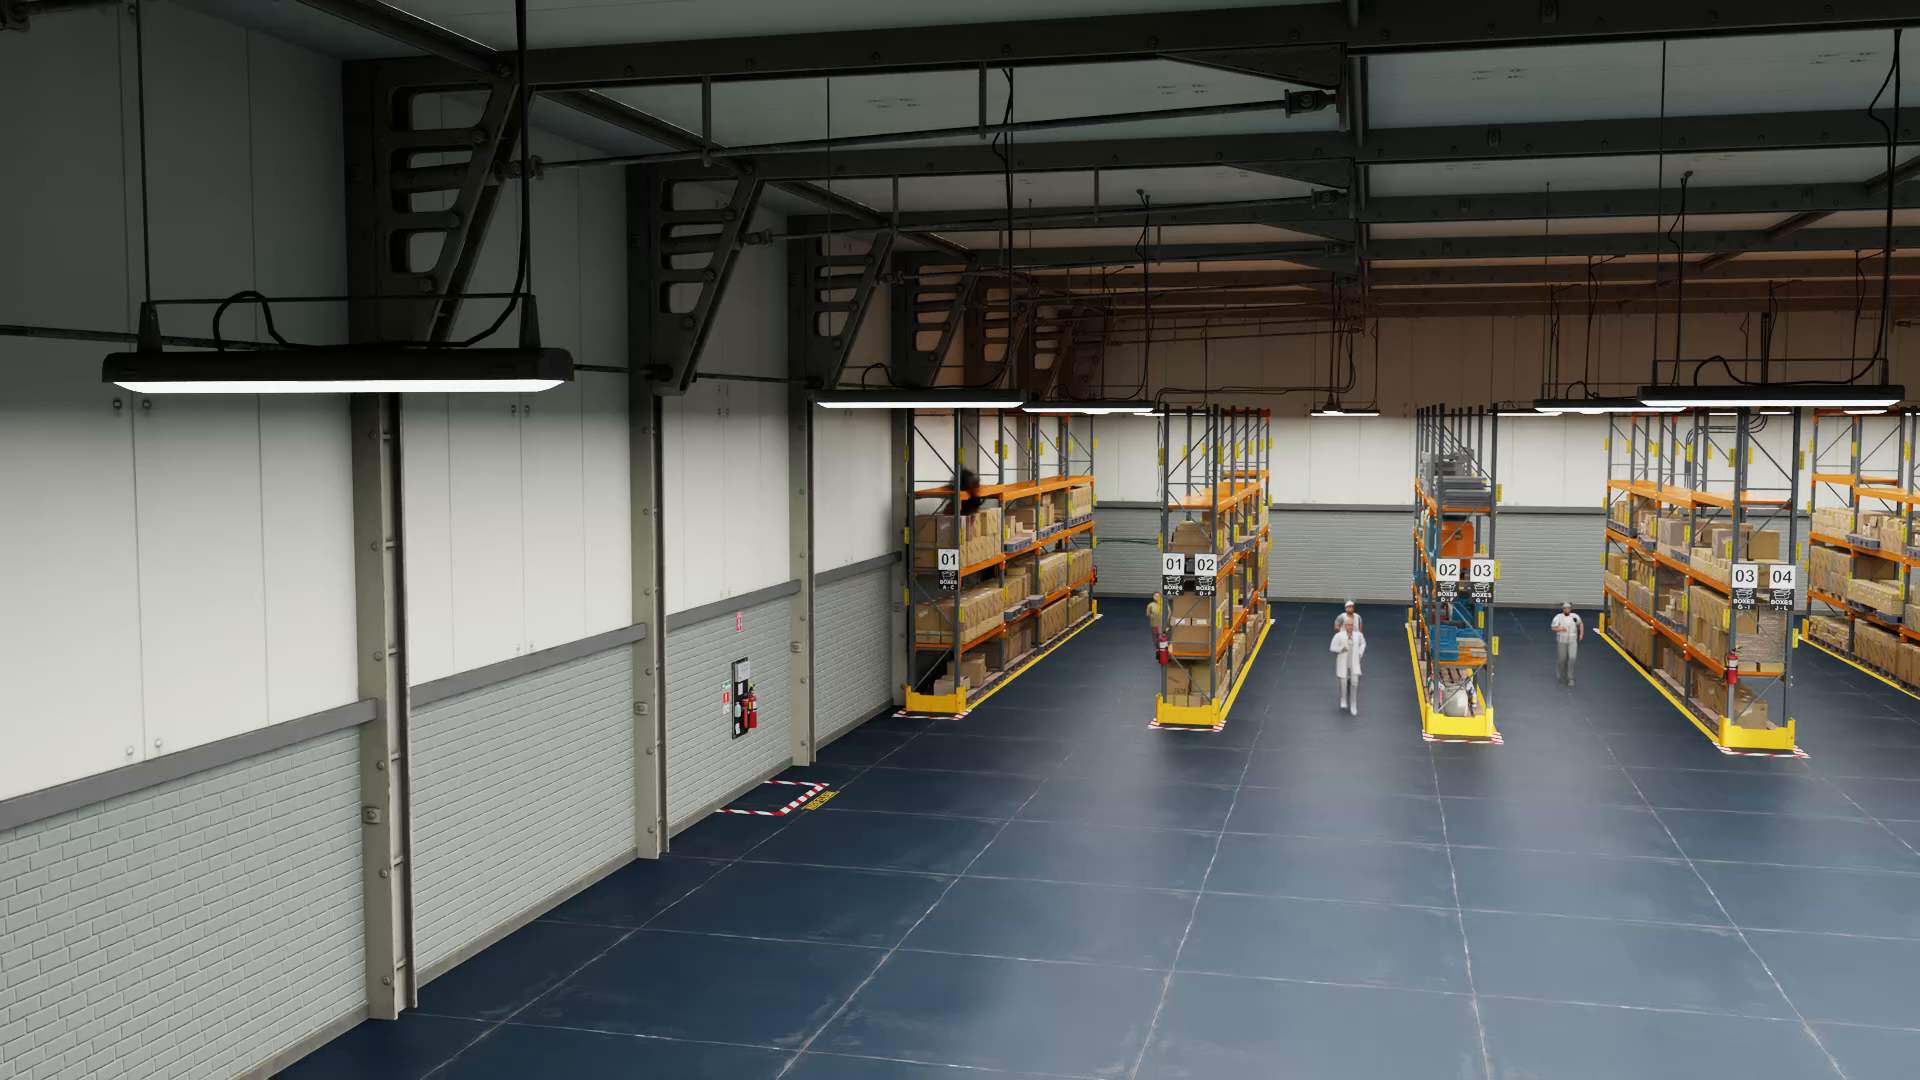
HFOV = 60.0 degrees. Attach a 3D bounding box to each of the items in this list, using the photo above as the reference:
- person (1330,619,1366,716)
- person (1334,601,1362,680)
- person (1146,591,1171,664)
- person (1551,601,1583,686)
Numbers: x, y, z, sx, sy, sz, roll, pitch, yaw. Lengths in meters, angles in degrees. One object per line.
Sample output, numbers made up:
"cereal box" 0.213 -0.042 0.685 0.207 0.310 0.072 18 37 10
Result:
"person" 7.582 2.461 32.488 0.701 1.837 0.835 1 4 7
"person" 8.404 2.226 35.966 0.614 1.822 0.731 0 4 5
"person" 4.638 2.057 39.055 0.557 1.710 0.716 1 4 15
"person" 13.159 2.227 36.036 0.671 1.811 0.894 1 4 15
